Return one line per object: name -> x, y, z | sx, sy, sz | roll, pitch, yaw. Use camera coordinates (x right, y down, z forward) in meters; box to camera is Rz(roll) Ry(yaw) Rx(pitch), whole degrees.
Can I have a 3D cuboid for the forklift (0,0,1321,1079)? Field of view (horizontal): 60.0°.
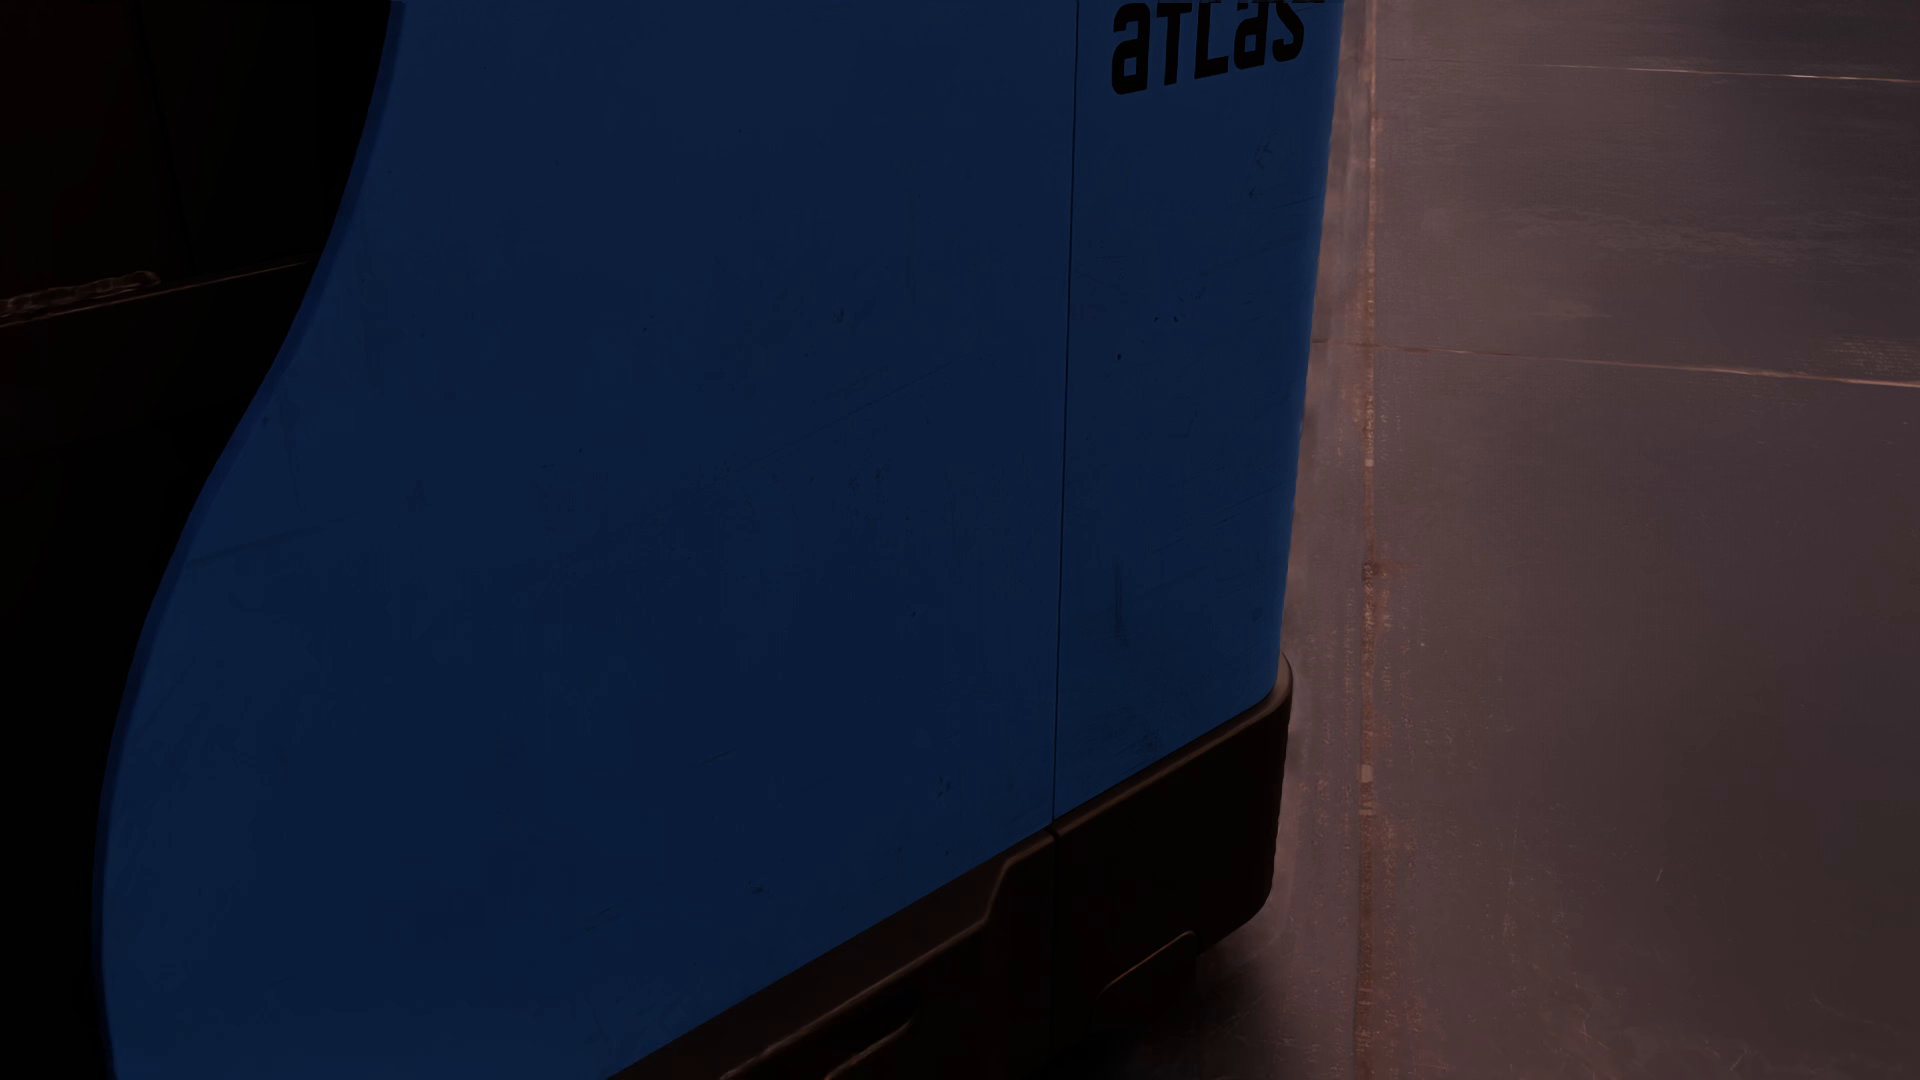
forklift -> -1.096, -0.614, 0.462 | 3.031, 2.935, 1.130 | -24, 35, -39
